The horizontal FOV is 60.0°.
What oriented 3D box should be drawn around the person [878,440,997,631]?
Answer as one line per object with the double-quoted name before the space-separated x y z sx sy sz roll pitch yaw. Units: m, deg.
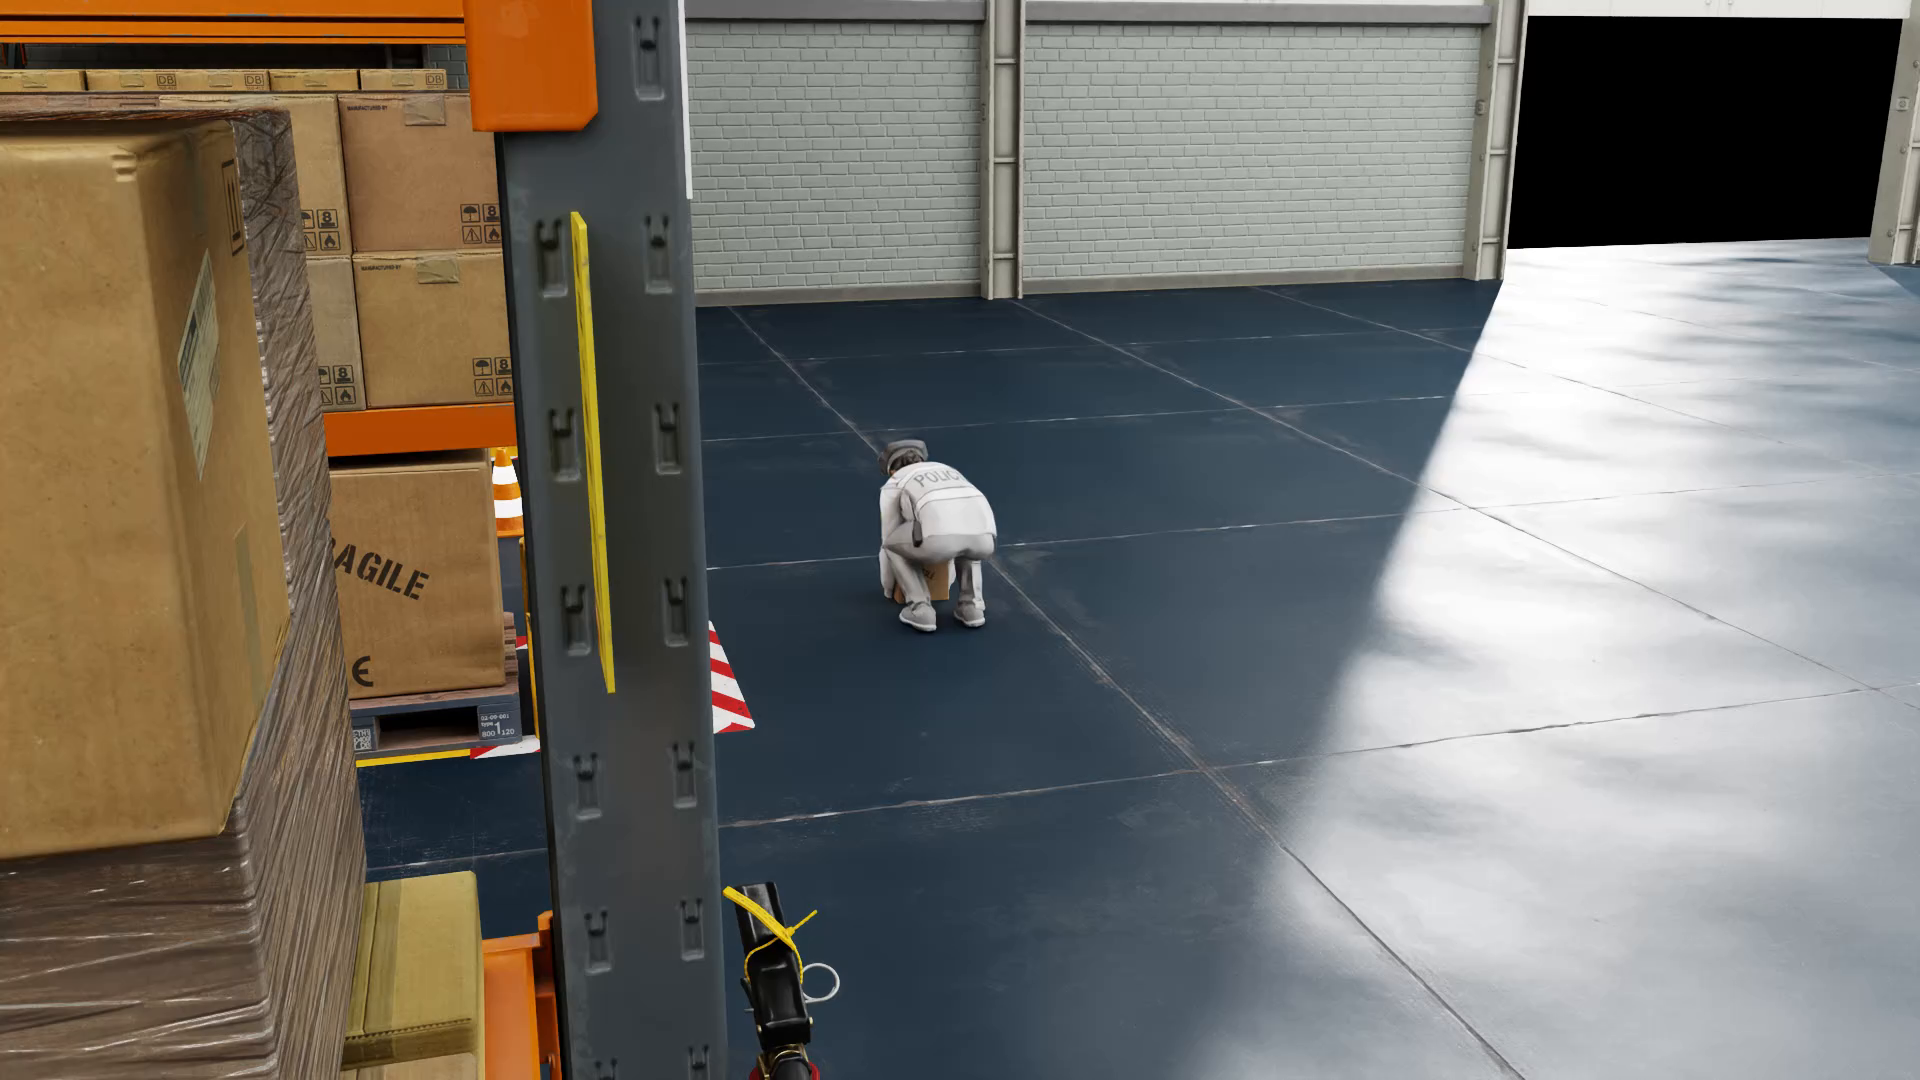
"person" -0.125 -0.020 7.752 0.458 0.788 0.907 -5 17 -17
